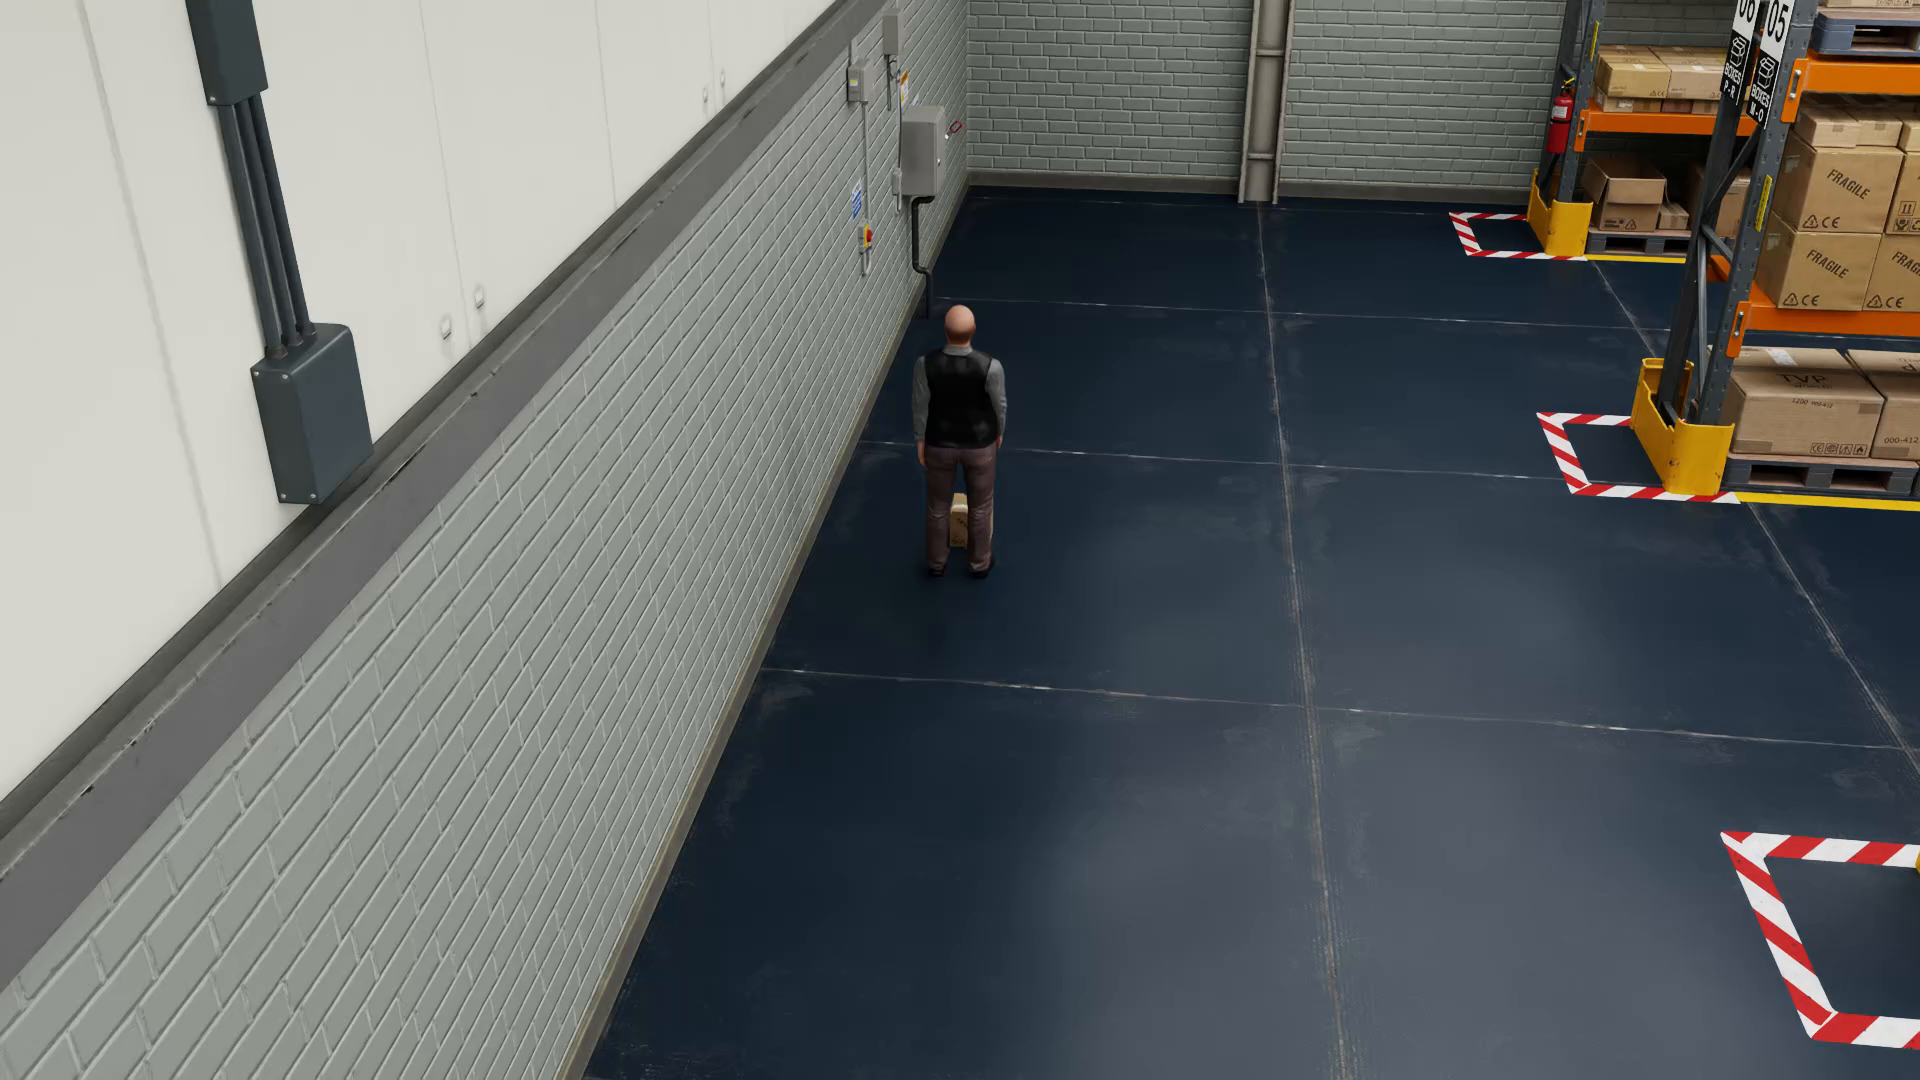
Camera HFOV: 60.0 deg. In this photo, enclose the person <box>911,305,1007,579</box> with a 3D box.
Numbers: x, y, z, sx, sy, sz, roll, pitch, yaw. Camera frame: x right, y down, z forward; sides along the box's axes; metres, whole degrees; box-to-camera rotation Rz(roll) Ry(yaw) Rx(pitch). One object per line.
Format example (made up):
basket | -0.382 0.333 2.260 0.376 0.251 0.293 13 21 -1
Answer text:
person | 0.003 -0.562 9.698 0.545 1.740 0.430 4 28 7
